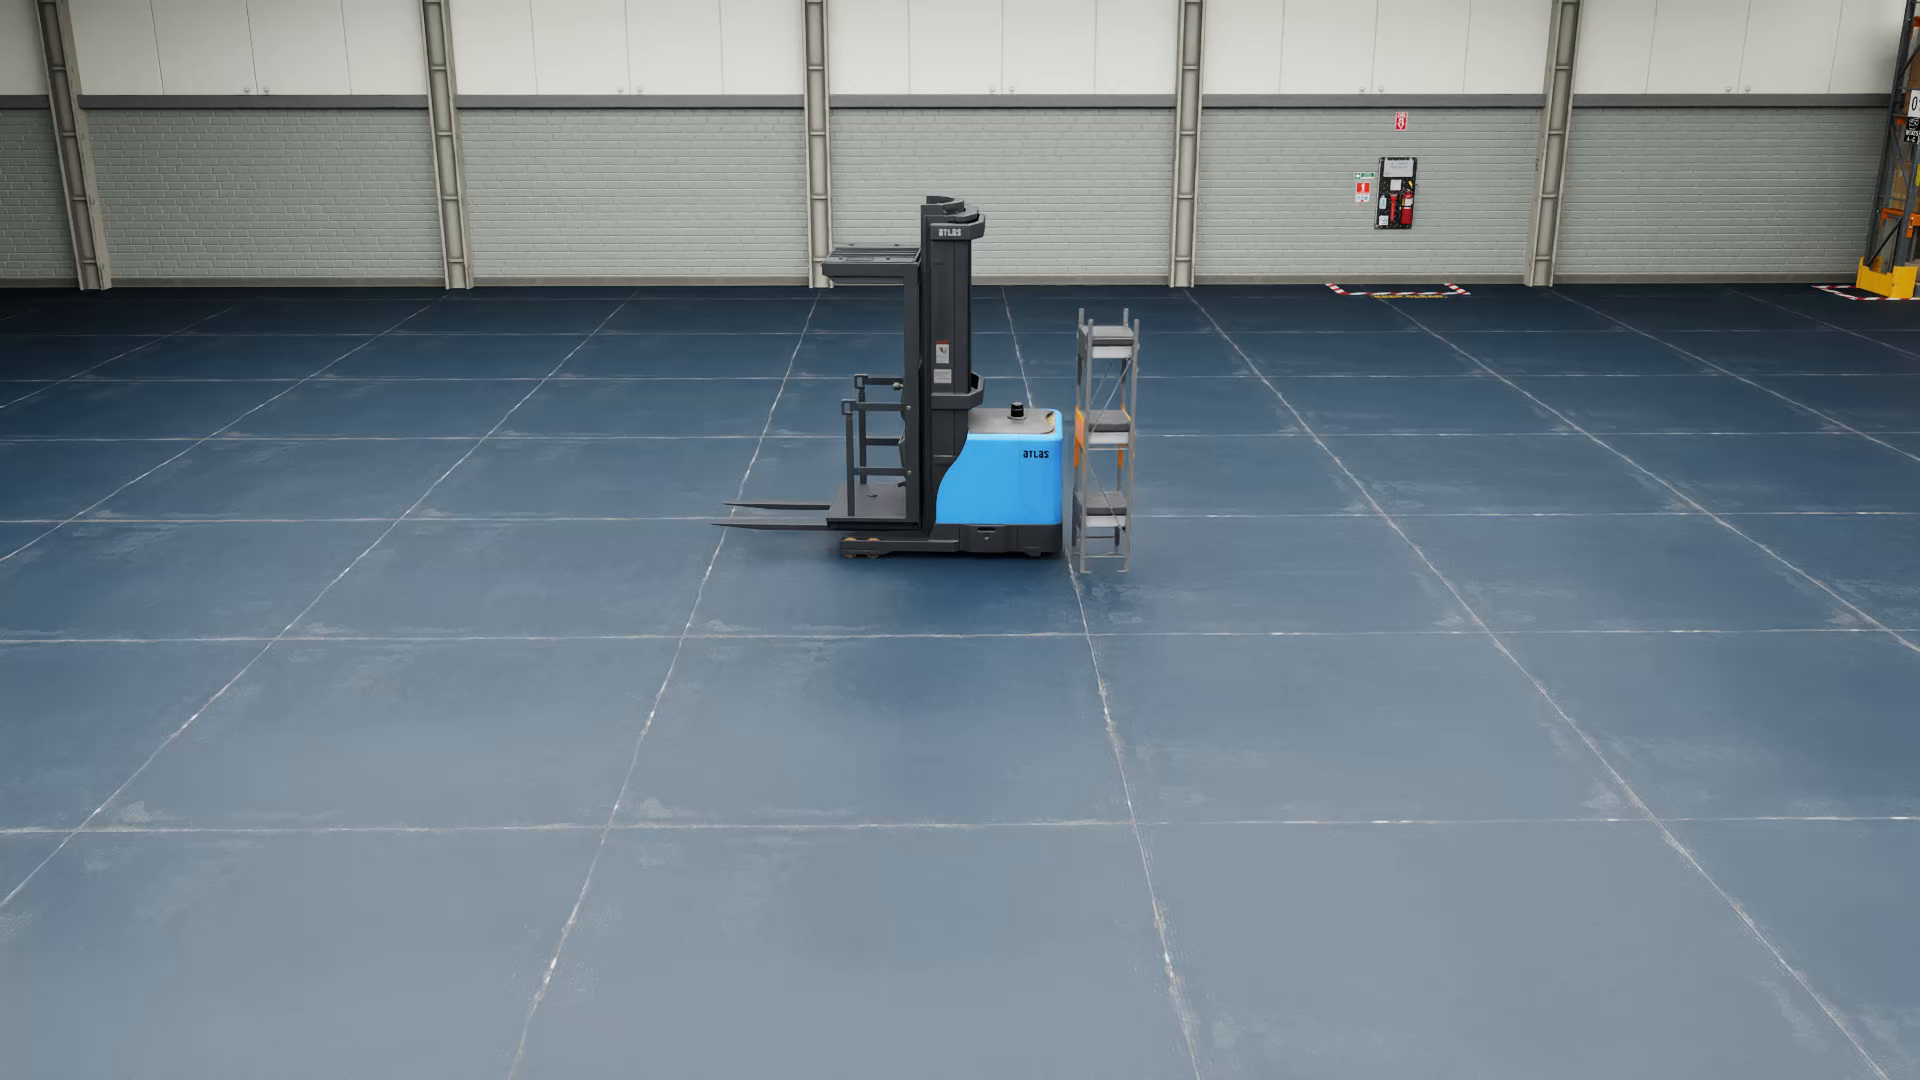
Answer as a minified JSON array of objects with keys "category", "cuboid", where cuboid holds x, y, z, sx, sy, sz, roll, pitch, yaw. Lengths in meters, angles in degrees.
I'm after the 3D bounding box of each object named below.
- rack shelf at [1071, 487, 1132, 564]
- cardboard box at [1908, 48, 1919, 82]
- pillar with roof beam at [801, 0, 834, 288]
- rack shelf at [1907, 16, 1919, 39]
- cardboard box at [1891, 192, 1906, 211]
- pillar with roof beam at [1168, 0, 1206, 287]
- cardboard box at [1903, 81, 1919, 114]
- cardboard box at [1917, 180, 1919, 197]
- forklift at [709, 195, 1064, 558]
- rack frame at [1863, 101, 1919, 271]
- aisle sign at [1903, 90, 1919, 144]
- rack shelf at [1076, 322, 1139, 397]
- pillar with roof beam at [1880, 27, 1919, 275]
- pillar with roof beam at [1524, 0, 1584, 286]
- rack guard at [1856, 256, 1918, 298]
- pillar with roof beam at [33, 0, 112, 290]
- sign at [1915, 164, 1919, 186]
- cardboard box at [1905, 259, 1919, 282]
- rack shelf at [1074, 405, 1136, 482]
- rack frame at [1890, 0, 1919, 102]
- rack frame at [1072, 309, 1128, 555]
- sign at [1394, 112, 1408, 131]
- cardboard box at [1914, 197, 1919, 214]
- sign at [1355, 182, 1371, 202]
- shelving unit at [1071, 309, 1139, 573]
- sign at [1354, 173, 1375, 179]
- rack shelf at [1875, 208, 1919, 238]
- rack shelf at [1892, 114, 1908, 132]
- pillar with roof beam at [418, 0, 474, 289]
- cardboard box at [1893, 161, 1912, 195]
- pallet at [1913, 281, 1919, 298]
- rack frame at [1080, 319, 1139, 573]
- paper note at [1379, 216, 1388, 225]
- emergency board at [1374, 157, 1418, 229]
[{"category":"rack shelf","cuboid":[1.172,-0.127,13.834,0.431,0.518,0.480,-1,18,-4]},{"category":"cardboard box","cuboid":[15.433,-7.516,26.324,0.500,0.500,0.500,1,18,2]},{"category":"pillar with roof beam","cuboid":[-2.237,-7.196,22.246,0.400,9.000,9.100,0,18,-1]},{"category":"rack shelf","cuboid":[17.006,-7.995,25.922,4.000,0.370,1.077,0,18,-1]},{"category":"cardboard box","cuboid":[15.471,-5.473,26.910,0.500,0.250,0.500,0,18,0]},{"category":"pillar with roof beam","cuboid":[3.762,-7.225,22.337,0.400,9.000,9.100,0,18,-1]},{"category":"cardboard box","cuboid":[15.420,-7.038,26.469,0.500,0.500,0.500,1,18,3]},{"category":"cardboard box","cuboid":[15.489,-5.679,26.324,0.500,0.500,0.500,0,18,-1]},{"category":"forklift","cuboid":[-0.627,-1.405,14.129,3.031,2.935,1.130,1,18,3]},{"category":"rack frame","cuboid":[15.006,-5.473,26.698,0.127,3.000,1.000,0,18,-1]},{"category":"aisle sign","cuboid":[14.939,-6.619,26.014,0.004,0.787,0.394,0,18,-1]},{"category":"rack shelf","cuboid":[1.186,-1.462,13.410,0.431,0.518,0.480,-1,18,-4]},{"category":"pillar with roof beam","cuboid":[15.761,-7.282,22.517,0.400,9.000,9.100,0,18,-1]},{"category":"pillar with roof beam","cuboid":[9.761,-7.253,22.427,0.400,9.000,9.100,0,18,-1]},{"category":"rack guard","cuboid":[15.082,-4.283,27.081,0.348,0.500,1.175,0,18,-1]},{"category":"pillar with roof beam","cuboid":[-14.236,-7.138,22.066,0.400,9.000,9.100,0,18,-1]},{"category":"sign","cuboid":[15.015,-5.720,26.049,0.005,0.325,0.100,0,18,-1]},{"category":"cardboard box","cuboid":[15.700,-4.378,26.966,0.500,0.311,0.500,-2,18,-7]},{"category":"rack shelf","cuboid":[1.179,-0.794,13.622,0.431,0.518,0.480,-1,18,-4]},{"category":"rack frame","cuboid":[15.006,-8.330,25.782,0.127,3.000,1.000,0,18,-1]},{"category":"rack frame","cuboid":[1.161,-0.881,13.850,0.400,2.100,0.015,-1,18,-4]},{"category":"sign","cuboid":[7.212,-6.846,27.182,0.199,0.298,0.001,0,18,-1]},{"category":"cardboard box","cuboid":[15.499,-5.317,26.423,0.500,0.250,0.500,-1,18,-2]},{"category":"sign","cuboid":[6.667,-5.757,27.526,0.234,0.329,0.001,0,18,-1]},{"category":"shelving unit","cuboid":[1.179,-0.807,13.618,0.431,2.100,0.503,-1,18,-4]},{"category":"sign","cuboid":[6.672,-6.007,27.436,0.331,0.109,0.001,0,18,-1]},{"category":"rack shelf","cuboid":[17.006,-5.140,26.838,4.000,0.370,1.077,0,18,-1]},{"category":"rack shelf","cuboid":[17.006,-6.568,26.380,4.000,0.370,1.077,0,18,-1]},{"category":"pillar with roof beam","cuboid":[-8.236,-7.167,22.156,0.400,9.000,9.100,0,18,-1]},{"category":"cardboard box","cuboid":[15.474,-5.835,26.813,0.500,0.500,0.500,0,18,-1]},{"category":"pallet","cuboid":[15.895,-4.139,27.104,1.213,0.211,1.003,0,18,-1]},{"category":"rack frame","cuboid":[1.197,-0.734,13.386,0.400,2.100,0.015,-1,18,-4]},{"category":"paper note","cuboid":[7.044,-5.312,27.639,0.142,0.148,0.016,0,18,-1]},{"category":"emergency board","cuboid":[7.222,-5.711,27.441,0.643,1.169,0.194,0,18,-1]}]
